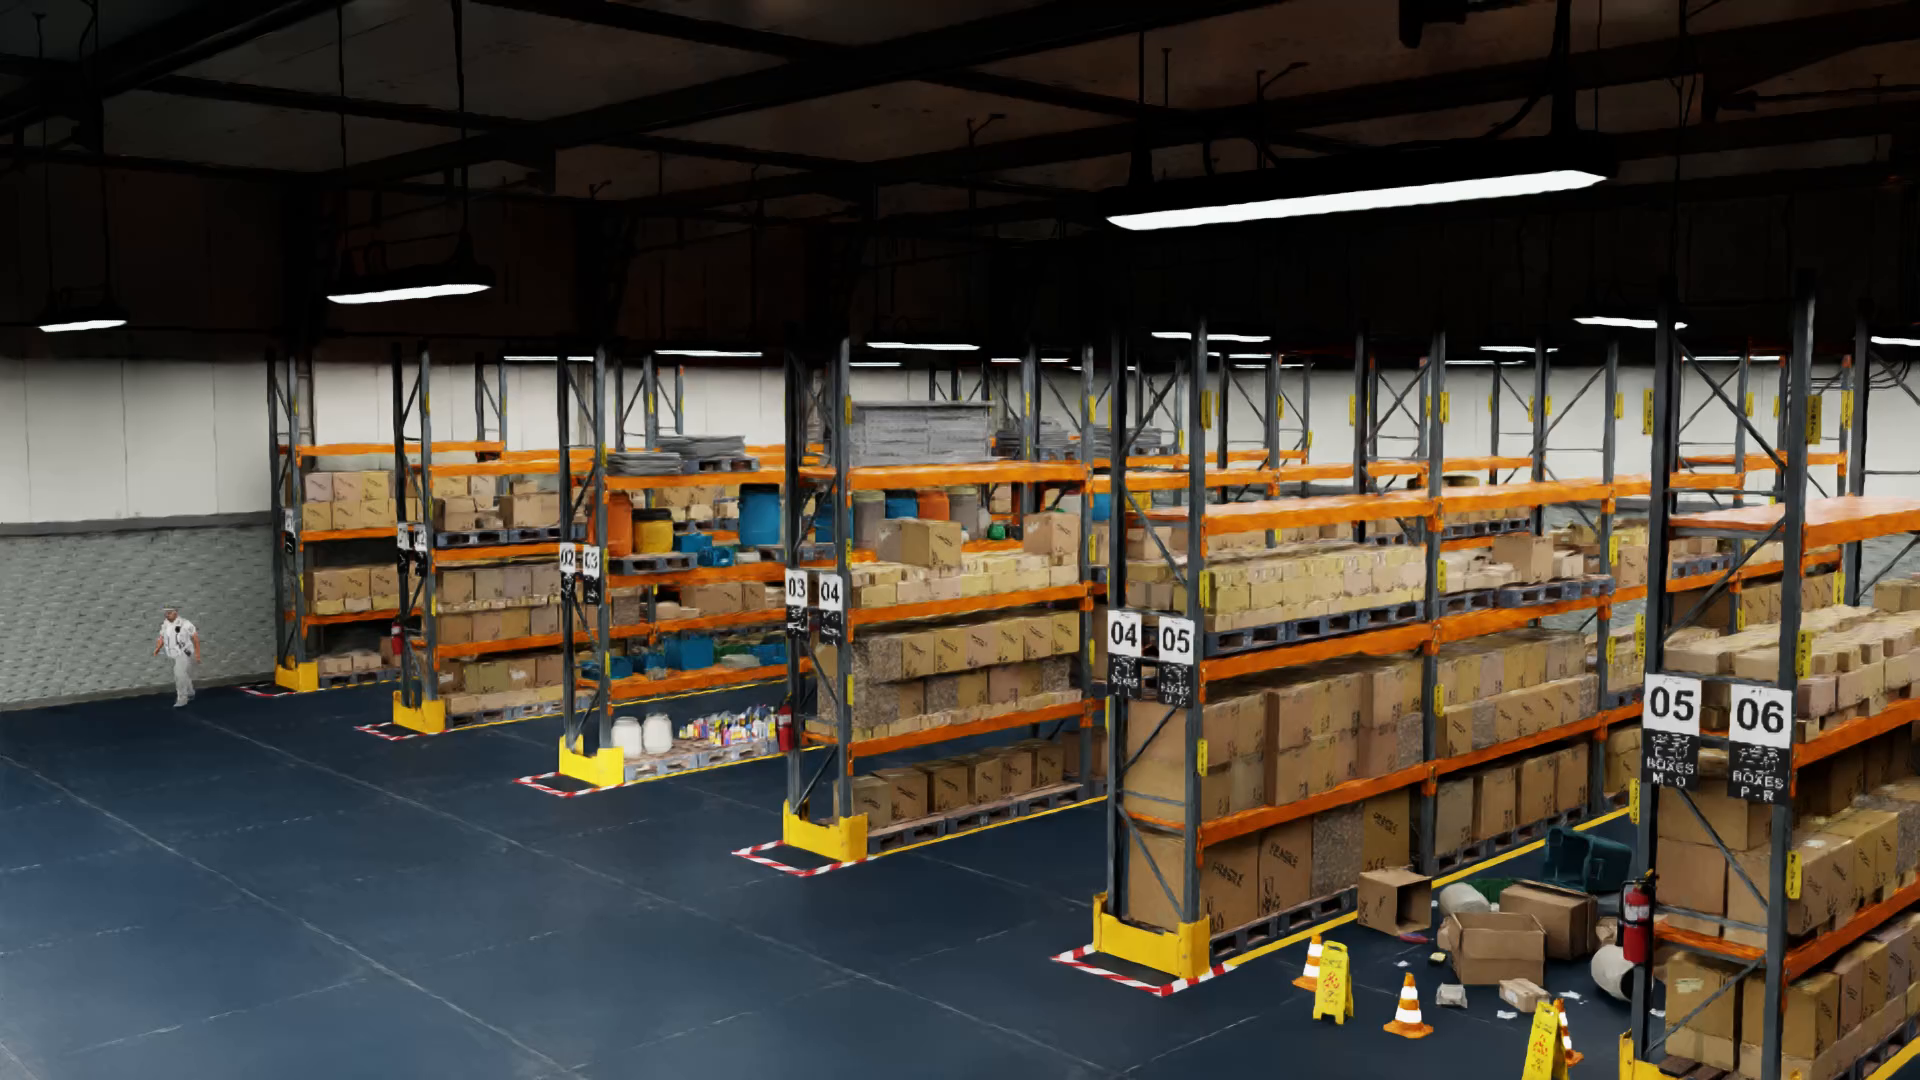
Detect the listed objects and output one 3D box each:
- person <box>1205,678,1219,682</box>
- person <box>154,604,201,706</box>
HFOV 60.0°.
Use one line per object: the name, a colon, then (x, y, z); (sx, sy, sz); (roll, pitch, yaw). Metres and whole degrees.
person: (3.247, 2.443, 21.366); (0.548, 1.704, 1.114); (5, 7, 44)
person: (-13.082, 1.900, 27.867); (0.670, 1.699, 0.771); (2, 5, 24)
